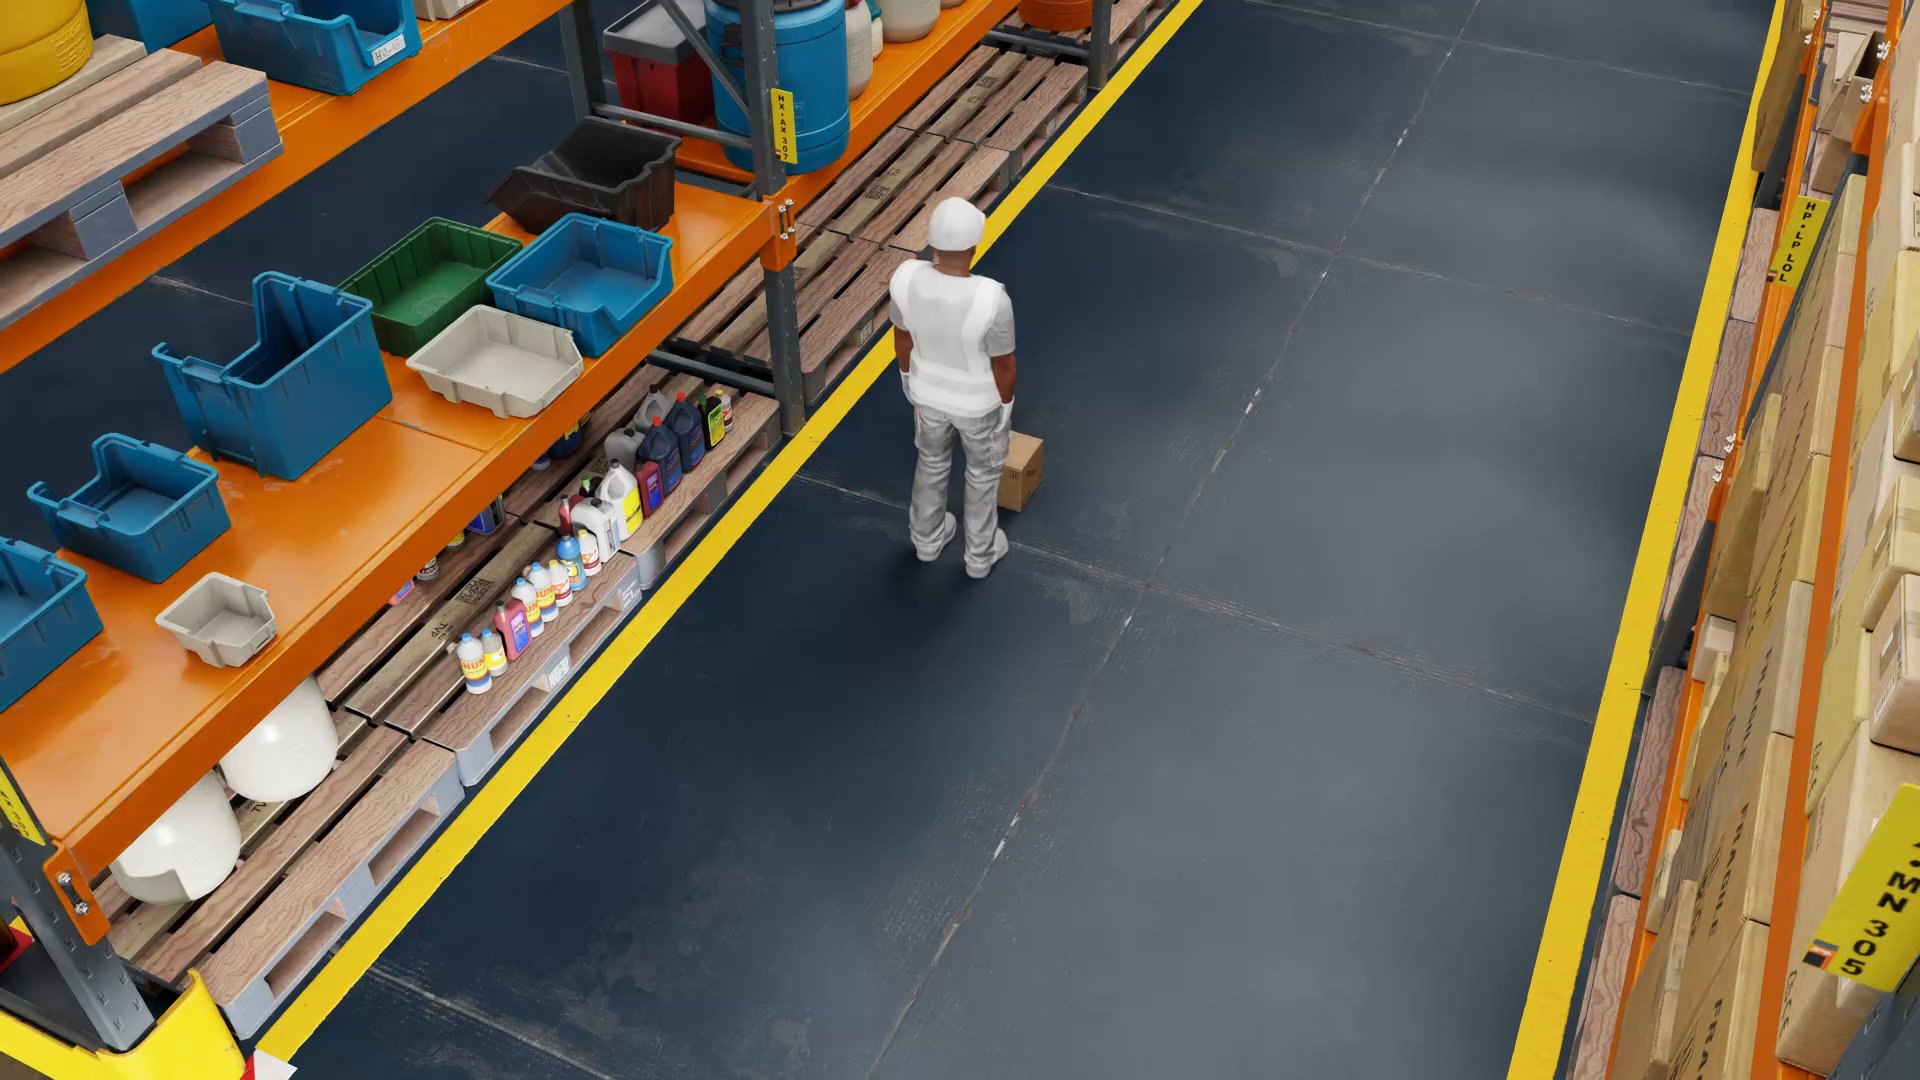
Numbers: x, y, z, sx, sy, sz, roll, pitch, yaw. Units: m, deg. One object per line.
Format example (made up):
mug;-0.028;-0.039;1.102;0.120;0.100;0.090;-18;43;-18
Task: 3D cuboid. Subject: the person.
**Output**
person;-0.012;-0.613;6.834;0.545;1.782;0.359;18;45;20
